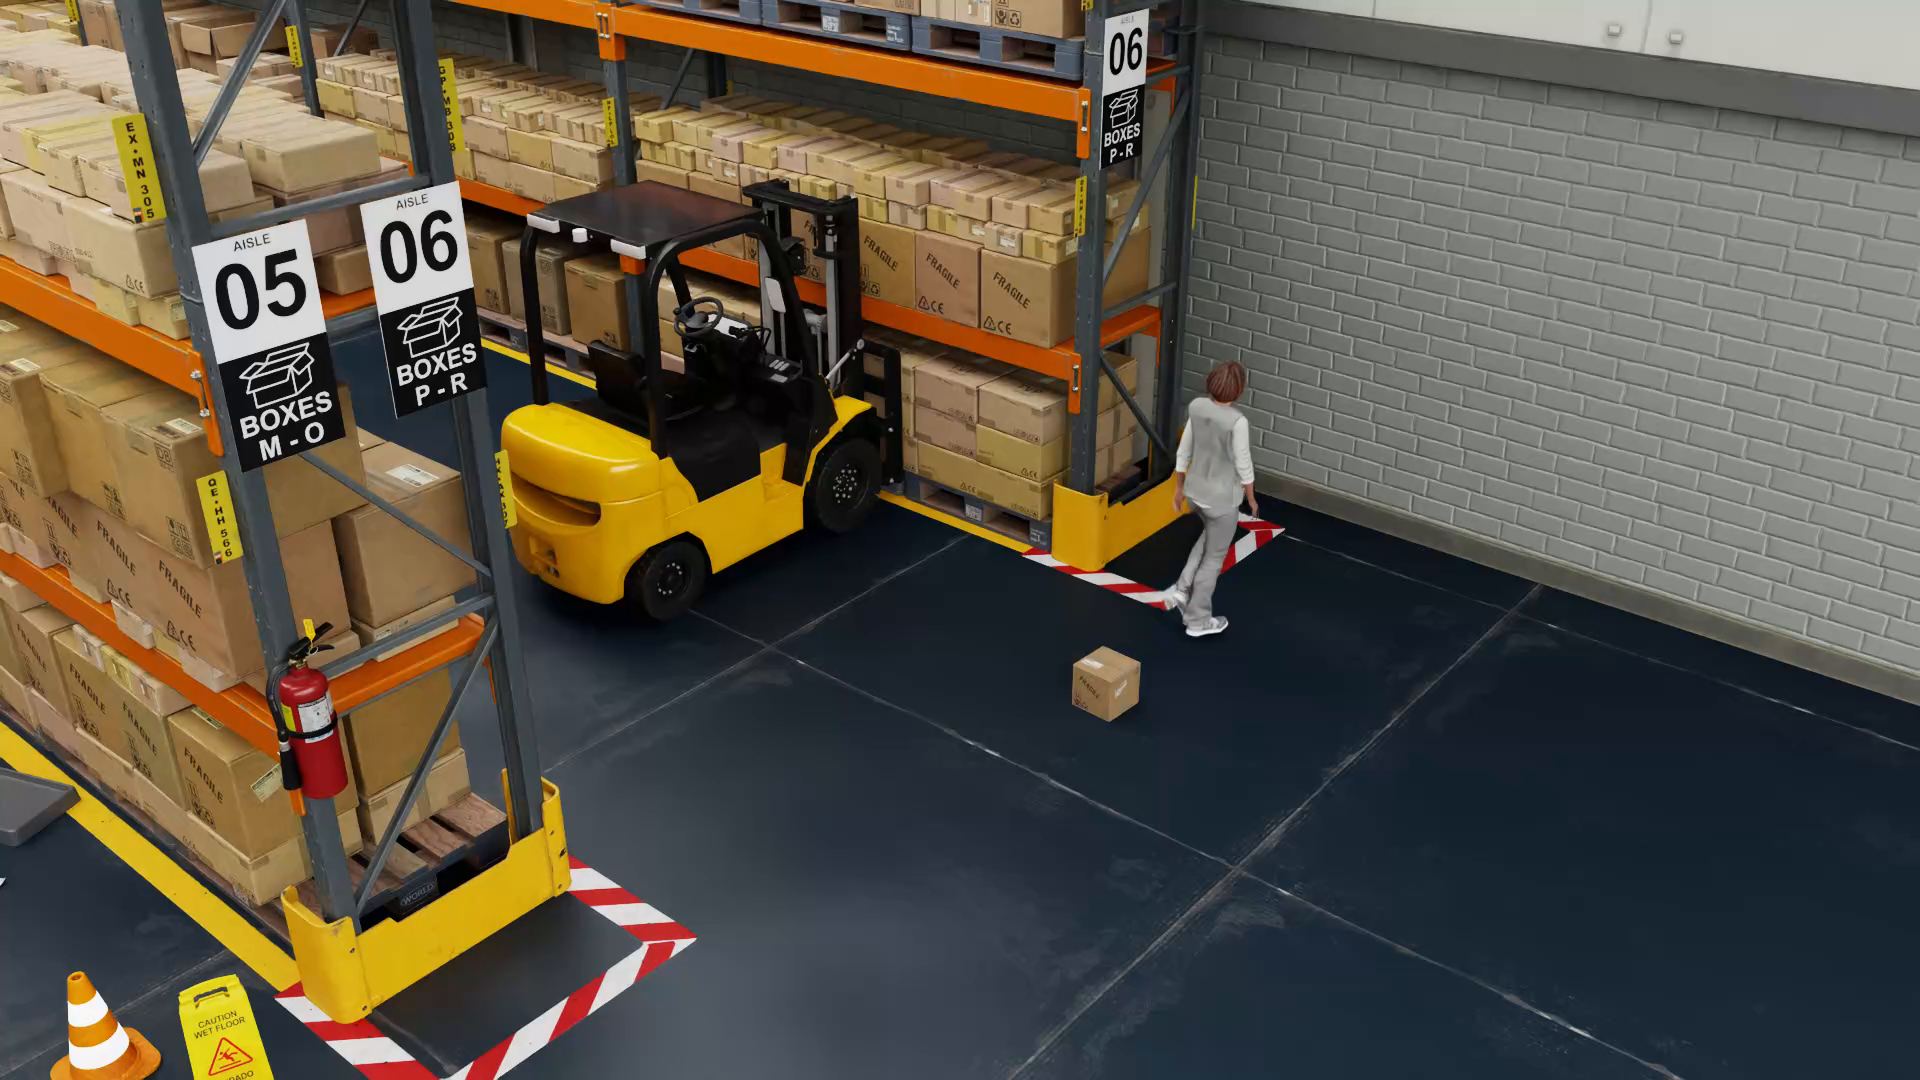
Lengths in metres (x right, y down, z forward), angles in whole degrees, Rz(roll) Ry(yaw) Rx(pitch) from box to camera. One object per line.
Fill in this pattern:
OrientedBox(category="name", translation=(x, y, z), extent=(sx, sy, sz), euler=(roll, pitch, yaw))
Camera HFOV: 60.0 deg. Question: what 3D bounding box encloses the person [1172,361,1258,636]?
OrientedBox(category="person", translation=(1.384, -0.224, 9.025), extent=(0.427, 1.611, 0.420), euler=(-19, 33, -32))
